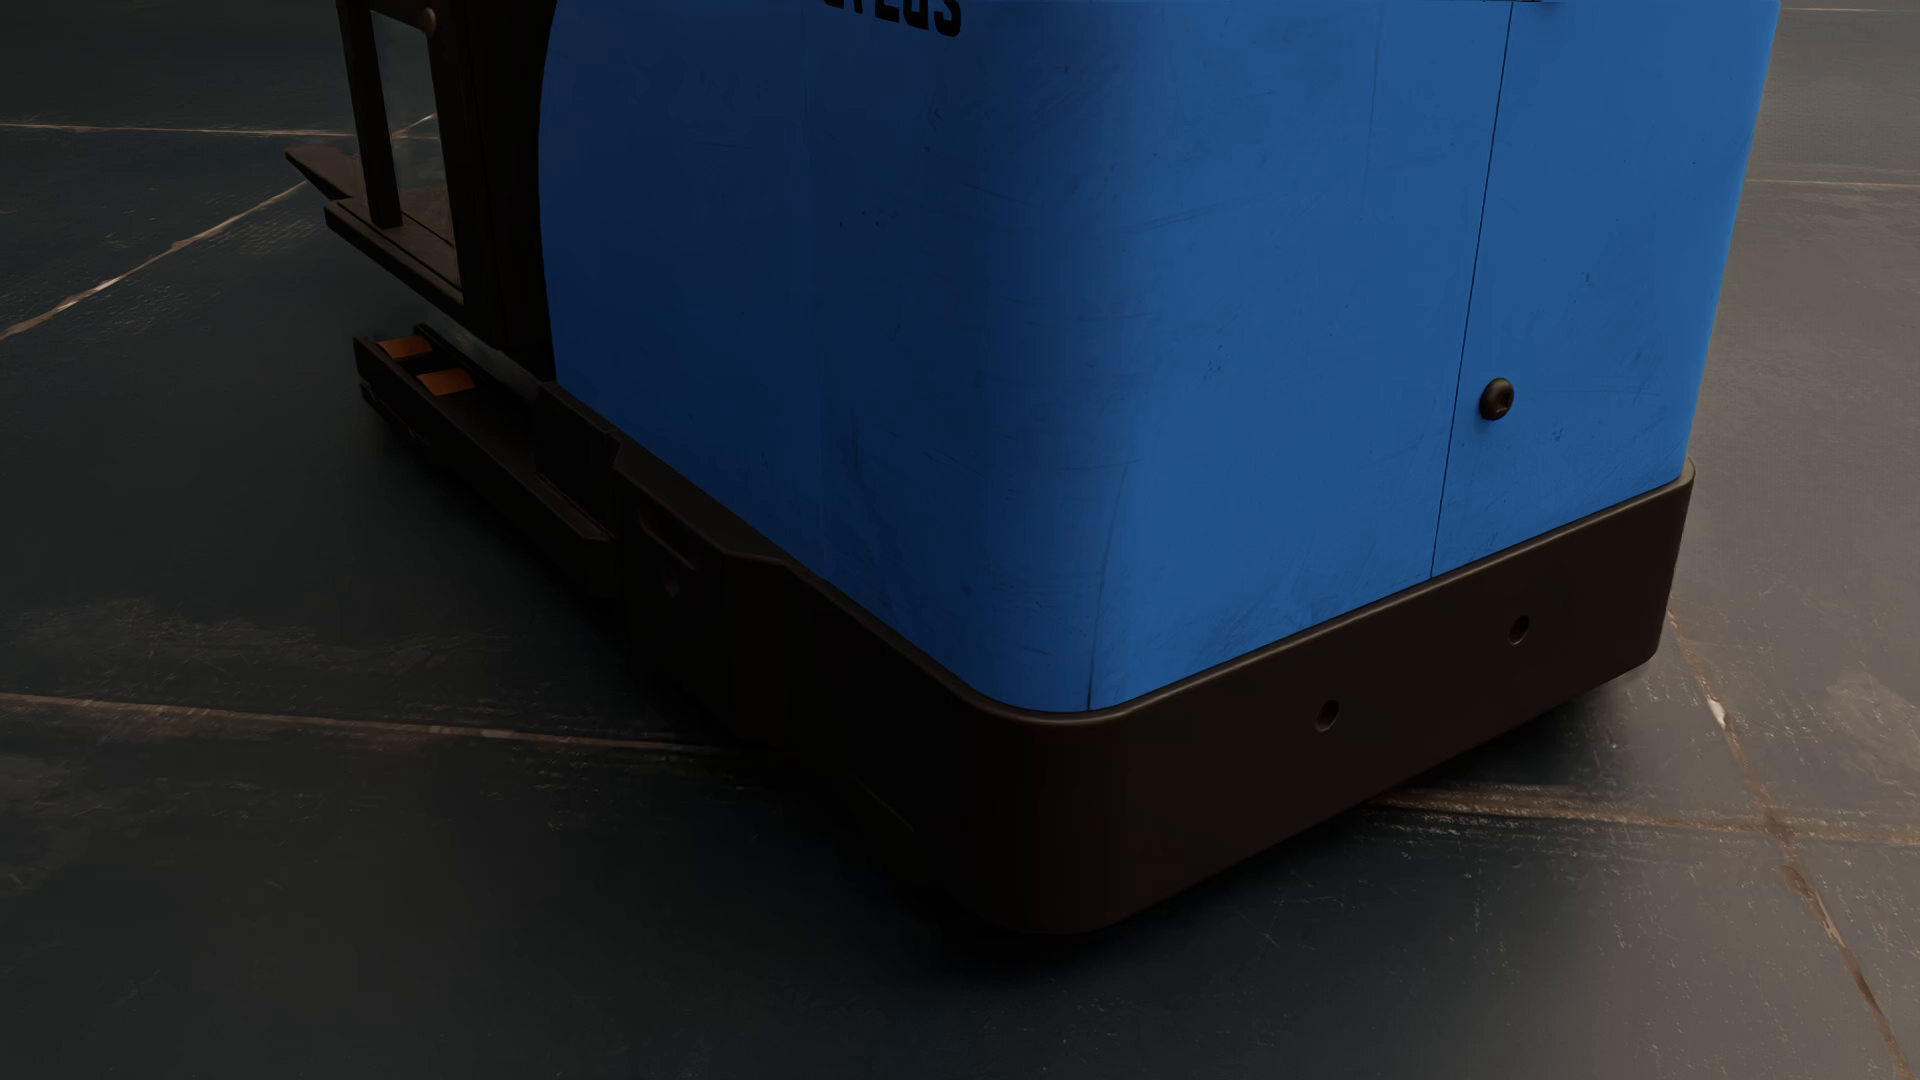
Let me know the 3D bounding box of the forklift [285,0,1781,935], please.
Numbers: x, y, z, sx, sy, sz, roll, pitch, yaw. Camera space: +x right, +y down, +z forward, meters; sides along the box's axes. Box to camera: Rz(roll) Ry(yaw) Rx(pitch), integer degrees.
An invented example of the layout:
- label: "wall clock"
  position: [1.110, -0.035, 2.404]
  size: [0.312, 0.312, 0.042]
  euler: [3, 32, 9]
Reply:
- label: "forklift"
  position: [-0.383, -1.538, 2.300]
  size: [1.130, 2.935, 3.031]
  euler: [-18, 31, -31]
